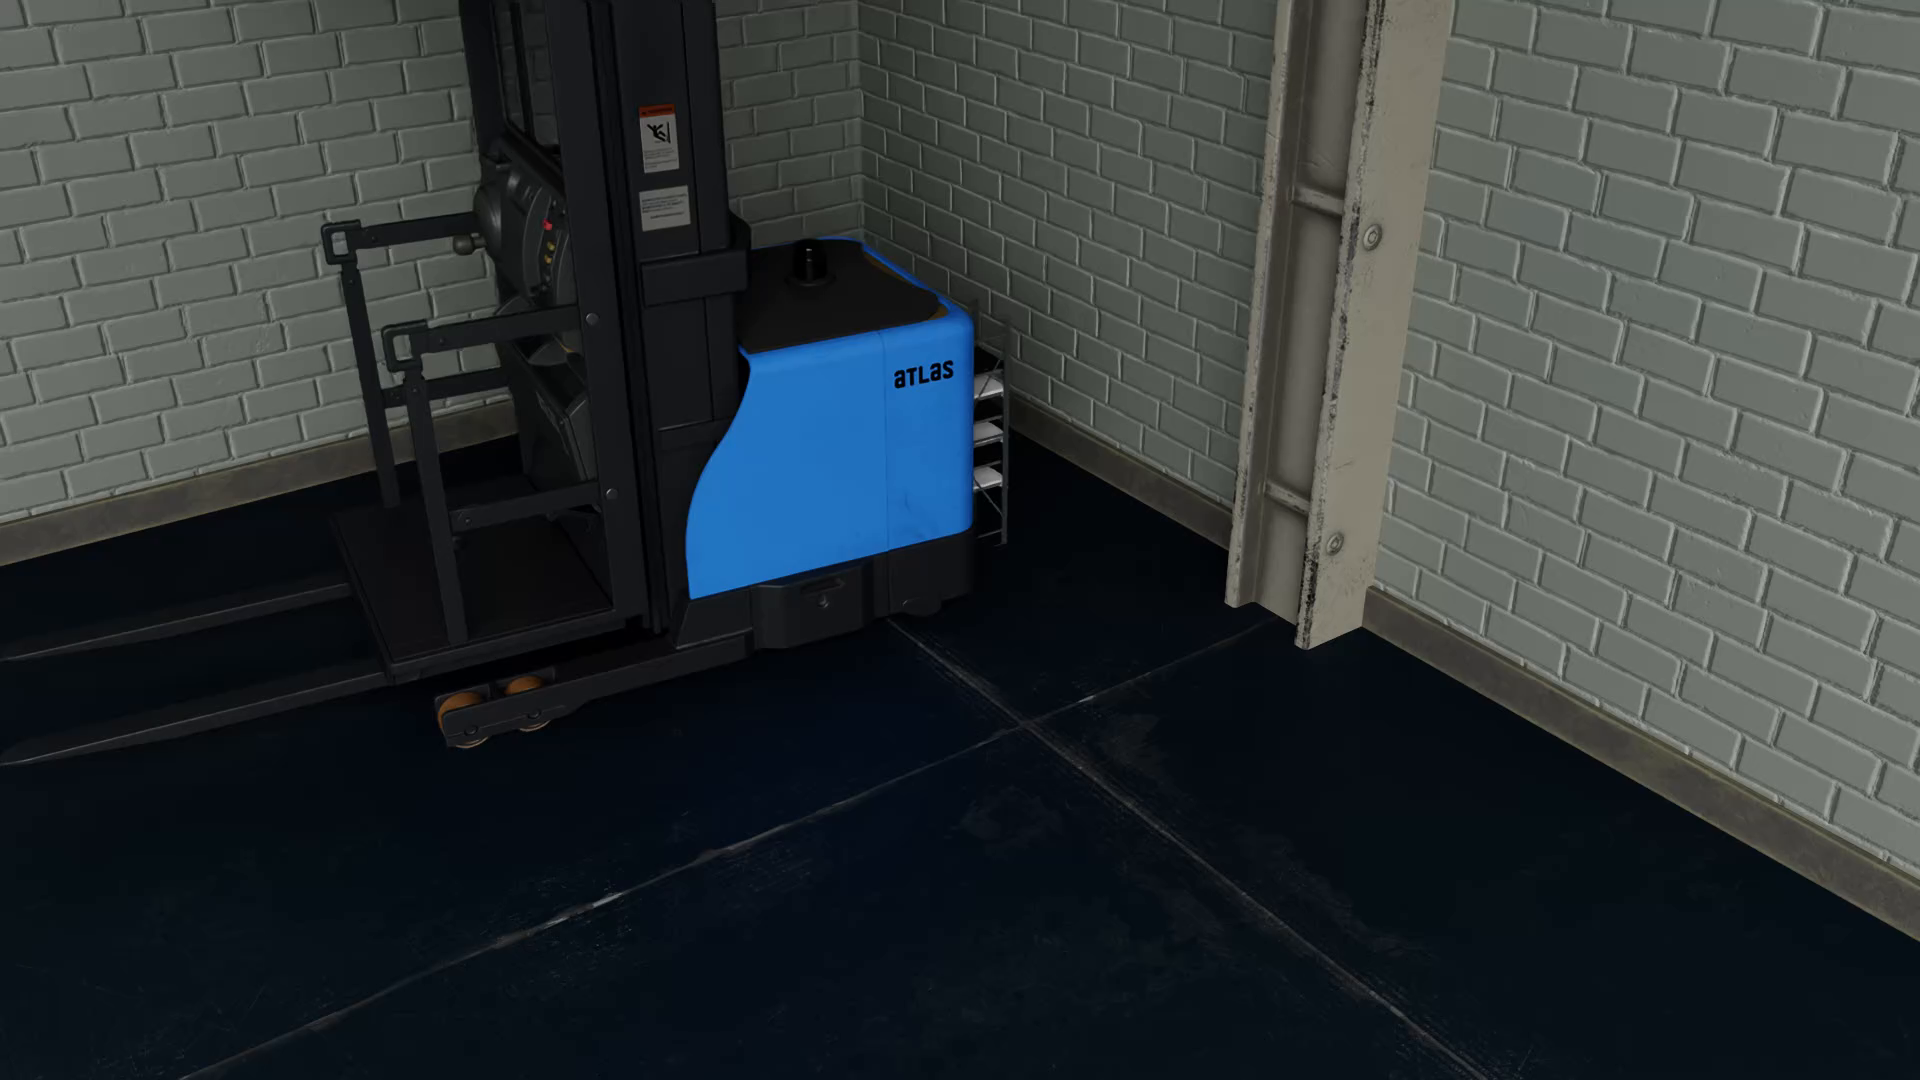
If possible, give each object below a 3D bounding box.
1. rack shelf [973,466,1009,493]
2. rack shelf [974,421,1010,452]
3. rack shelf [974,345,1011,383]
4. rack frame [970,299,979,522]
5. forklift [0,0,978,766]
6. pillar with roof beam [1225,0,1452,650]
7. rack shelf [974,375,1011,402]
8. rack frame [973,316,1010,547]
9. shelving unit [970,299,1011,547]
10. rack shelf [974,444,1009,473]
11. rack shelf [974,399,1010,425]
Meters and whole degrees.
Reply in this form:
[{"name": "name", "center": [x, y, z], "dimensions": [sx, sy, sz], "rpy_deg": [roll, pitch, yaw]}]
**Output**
[{"name": "rack shelf", "center": [0.019, -0.207, 6.135], "dimensions": [0.258, 0.077, 0.200], "rpy_deg": [-17, 33, -28]}, {"name": "rack shelf", "center": [0.019, -0.365, 6.049], "dimensions": [0.258, 0.077, 0.200], "rpy_deg": [-17, 33, -28]}, {"name": "rack shelf", "center": [0.019, -0.603, 5.920], "dimensions": [0.258, 0.077, 0.200], "rpy_deg": [-17, 33, -28]}, {"name": "rack frame", "center": [-0.035, -0.436, 6.109], "dimensions": [0.240, 0.900, 0.006], "rpy_deg": [-17, 33, -28]}, {"name": "forklift", "center": [-1.488, -0.941, 4.912], "dimensions": [3.031, 2.935, 1.130], "rpy_deg": [-14, 31, -24]}, {"name": "pillar with roof beam", "center": [-2.340, -2.512, 1.447], "dimensions": [9.100, 9.000, 0.400], "rpy_deg": [-19, 34, -31]}, {"name": "rack shelf", "center": [0.019, -0.523, 5.963], "dimensions": [0.258, 0.077, 0.200], "rpy_deg": [-17, 33, -28]}, {"name": "rack frame", "center": [0.073, -0.354, 5.957], "dimensions": [0.240, 0.900, 0.006], "rpy_deg": [-17, 33, -28]}, {"name": "shelving unit", "center": [0.019, -0.395, 6.033], "dimensions": [0.258, 0.900, 0.210], "rpy_deg": [-17, 33, -28]}, {"name": "rack shelf", "center": [0.019, -0.286, 6.092], "dimensions": [0.258, 0.077, 0.200], "rpy_deg": [-17, 33, -28]}, {"name": "rack shelf", "center": [0.019, -0.444, 6.006], "dimensions": [0.258, 0.077, 0.200], "rpy_deg": [-17, 33, -28]}]
